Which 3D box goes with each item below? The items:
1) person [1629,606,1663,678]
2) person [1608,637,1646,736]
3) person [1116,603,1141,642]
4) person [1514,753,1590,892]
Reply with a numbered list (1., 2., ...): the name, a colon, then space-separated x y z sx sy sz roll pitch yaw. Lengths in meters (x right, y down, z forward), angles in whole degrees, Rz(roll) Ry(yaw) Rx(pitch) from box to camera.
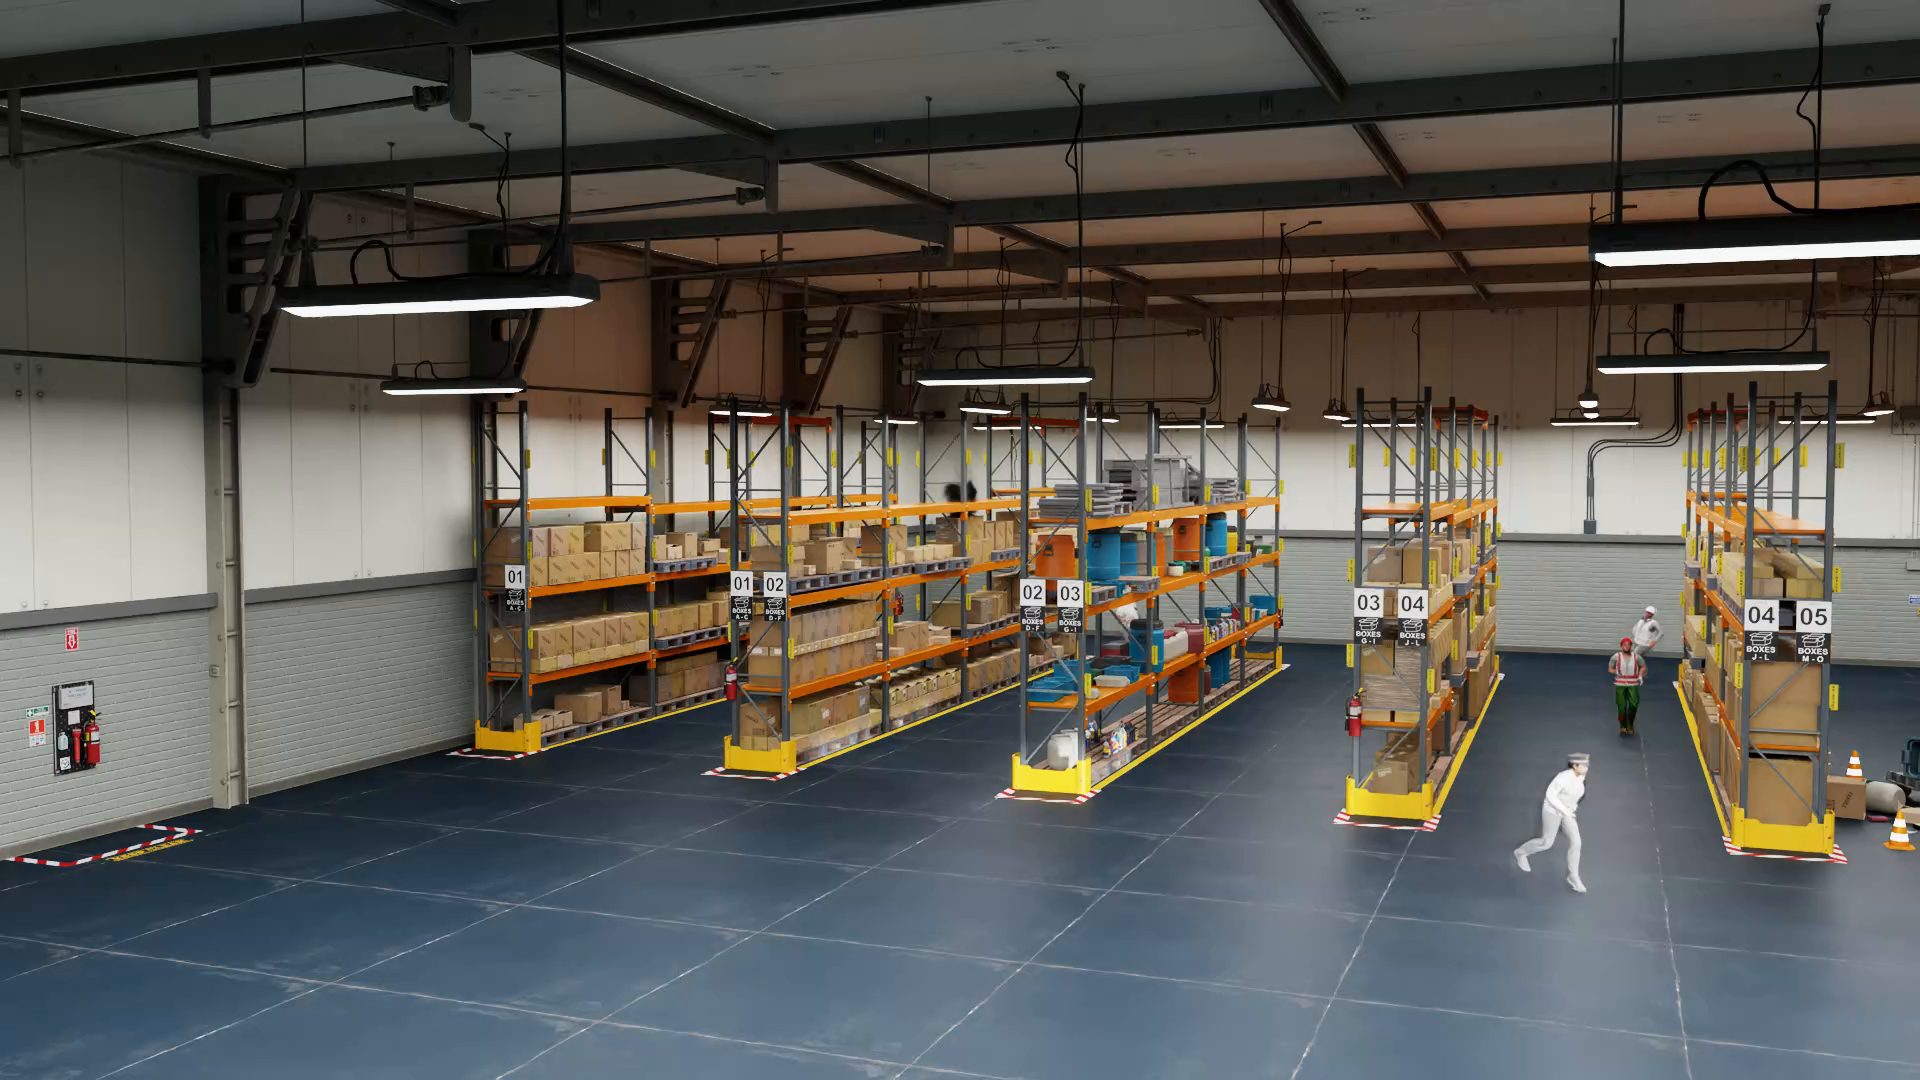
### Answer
1. person: 15.435 2.342 37.659 0.679 1.724 0.777 0 3 -3
2. person: 12.051 2.652 30.032 0.636 1.772 0.626 1 3 19
3. person: 4.199 2.160 41.264 0.689 1.722 0.703 -2 3 -29
4. person: 6.999 3.269 19.629 0.652 1.629 0.975 -2 4 -39
